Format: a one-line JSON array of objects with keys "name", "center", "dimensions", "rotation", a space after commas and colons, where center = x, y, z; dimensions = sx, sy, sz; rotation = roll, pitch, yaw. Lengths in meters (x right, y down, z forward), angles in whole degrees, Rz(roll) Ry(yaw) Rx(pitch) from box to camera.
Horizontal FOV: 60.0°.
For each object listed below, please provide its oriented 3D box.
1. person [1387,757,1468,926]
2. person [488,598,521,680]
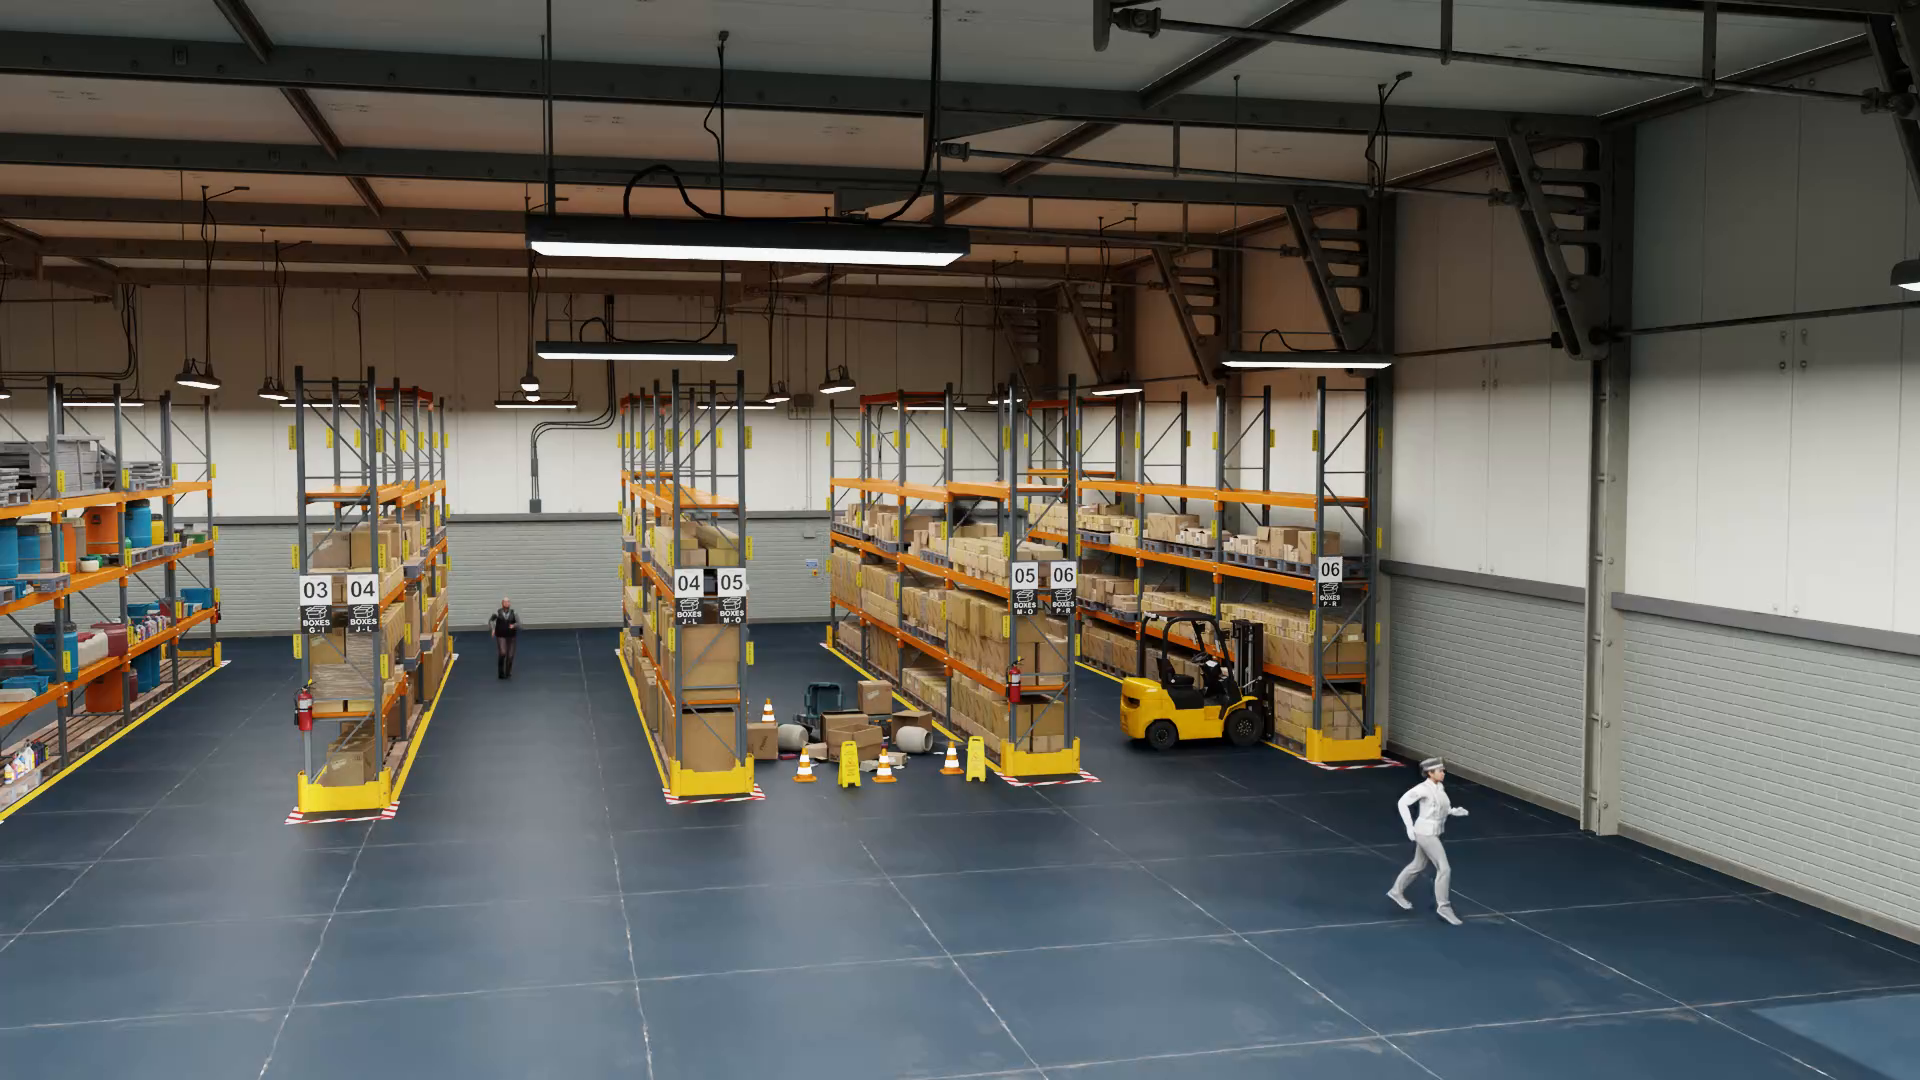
[{"name": "person", "center": [4.887, 3.111, 17.382], "dimensions": [0.832, 1.739, 0.580], "rotation": [2, 4, 32]}, {"name": "person", "center": [-9.512, 2.105, 34.836], "dimensions": [0.629, 1.645, 0.693], "rotation": [-2, 4, -25]}]
